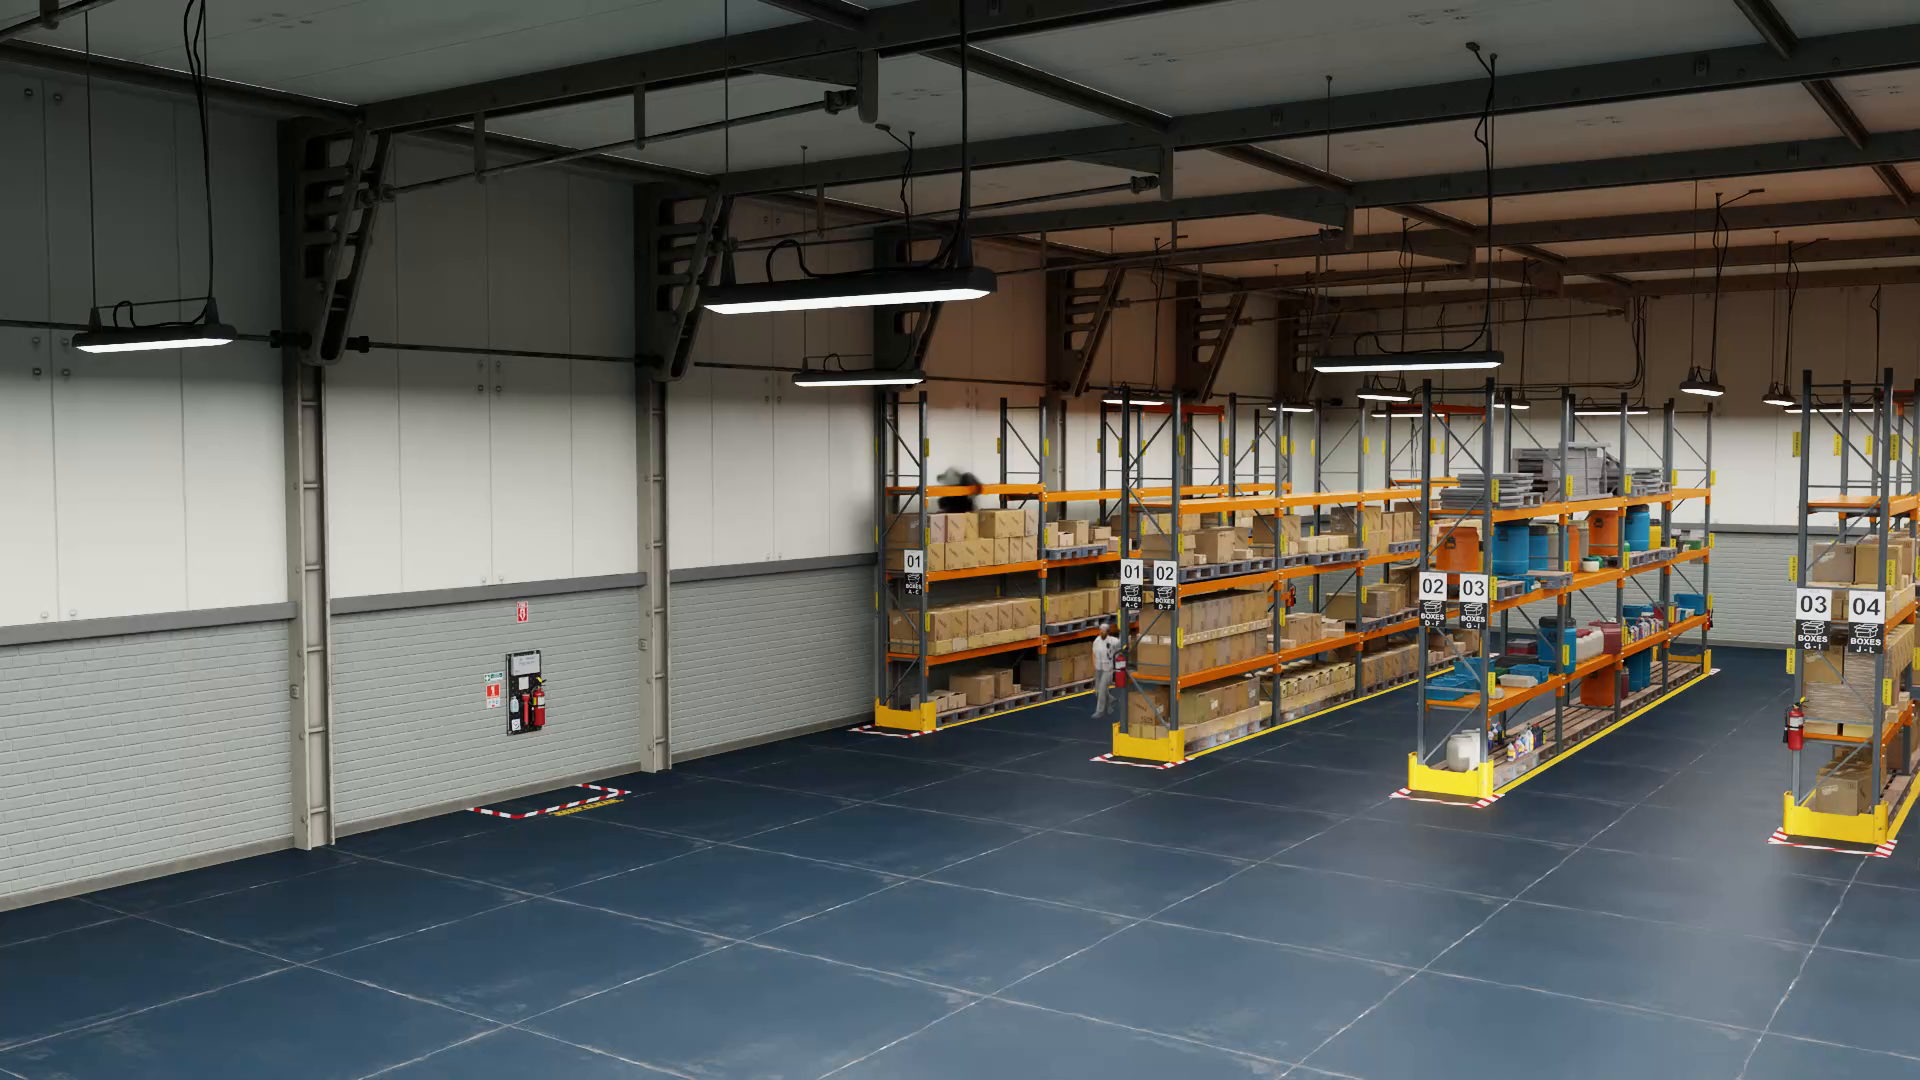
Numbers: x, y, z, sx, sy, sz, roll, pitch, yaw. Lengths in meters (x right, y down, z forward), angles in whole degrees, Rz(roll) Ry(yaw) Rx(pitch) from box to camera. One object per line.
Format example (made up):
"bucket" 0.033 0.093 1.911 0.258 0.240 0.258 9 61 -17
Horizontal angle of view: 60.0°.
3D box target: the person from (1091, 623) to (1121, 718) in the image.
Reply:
"person" 2.579 2.285 29.281 0.630 1.650 0.699 2 4 38
